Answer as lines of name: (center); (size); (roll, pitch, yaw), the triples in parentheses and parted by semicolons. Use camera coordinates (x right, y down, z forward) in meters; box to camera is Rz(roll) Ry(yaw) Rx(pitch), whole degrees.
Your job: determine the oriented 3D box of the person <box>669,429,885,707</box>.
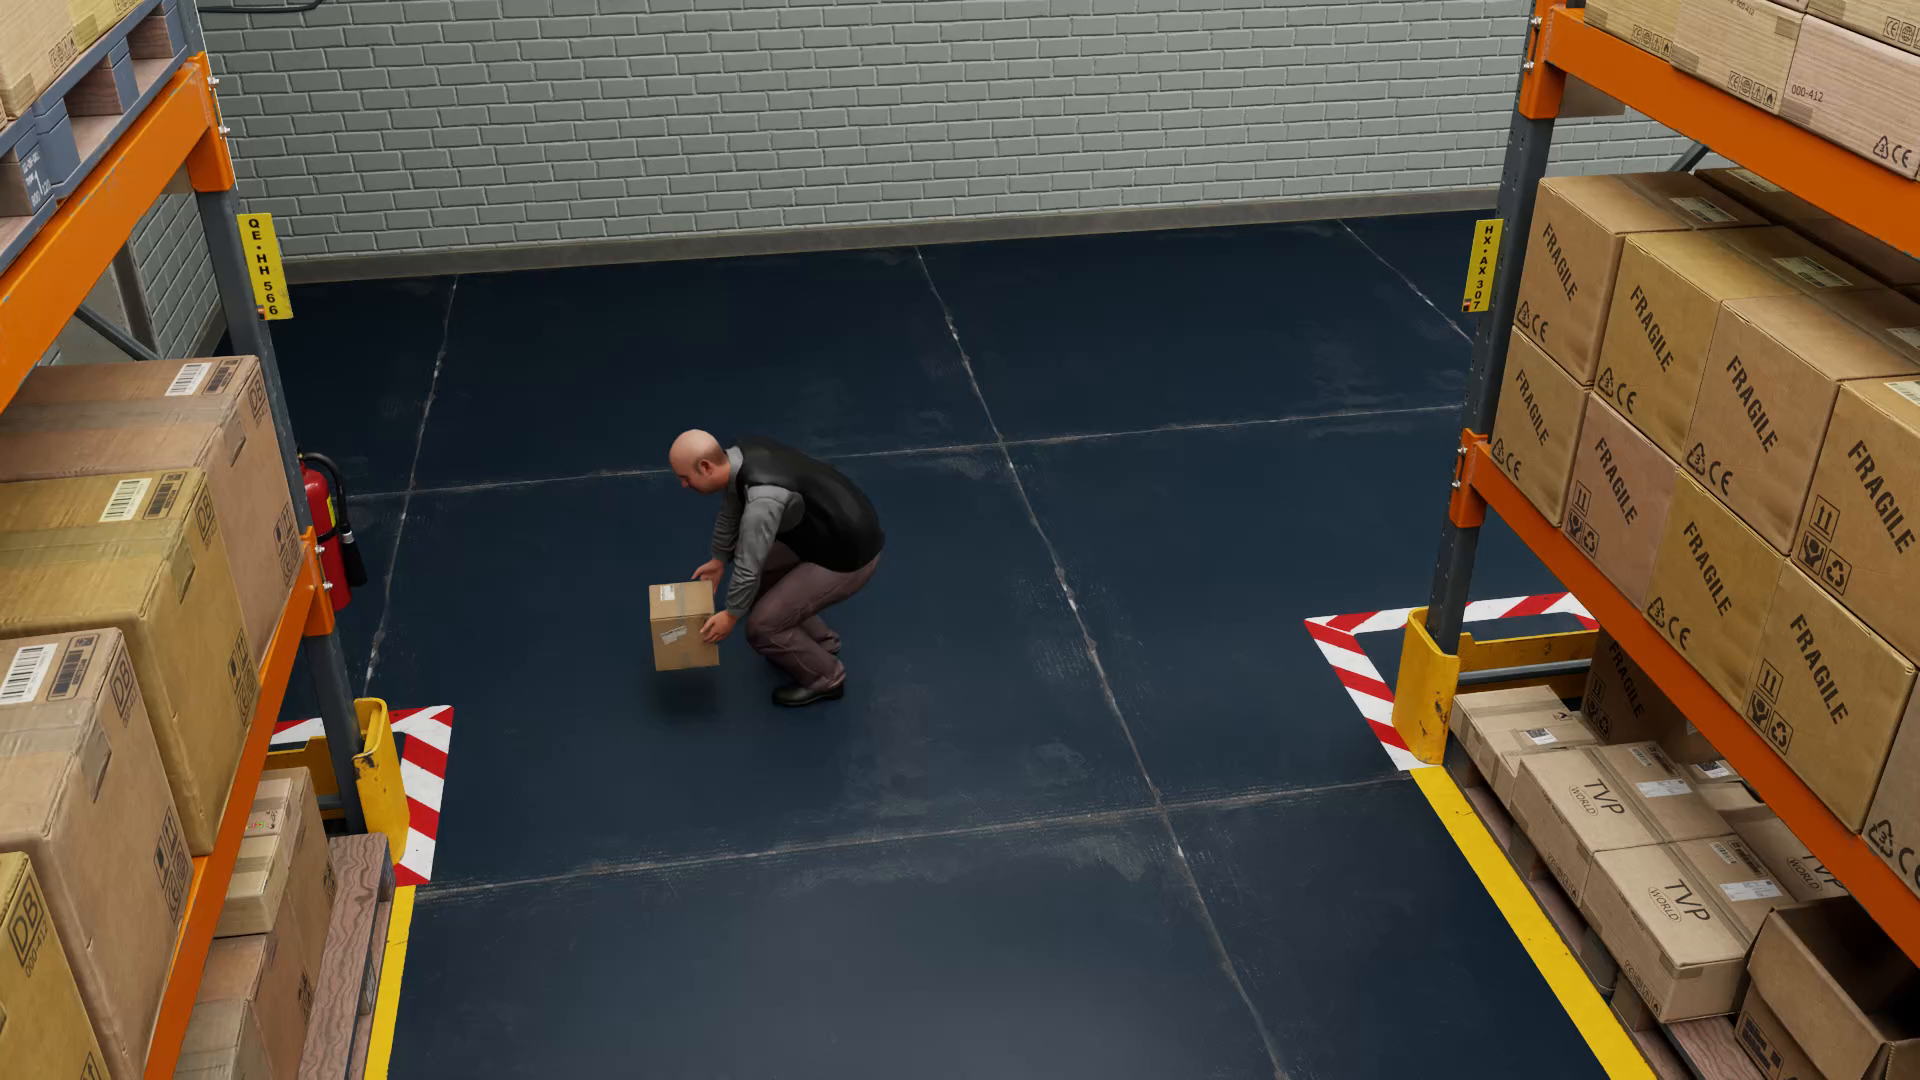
person: (-0.695, 0.084, 6.526); (0.798, 1.205, 0.579); (-5, 31, -9)
